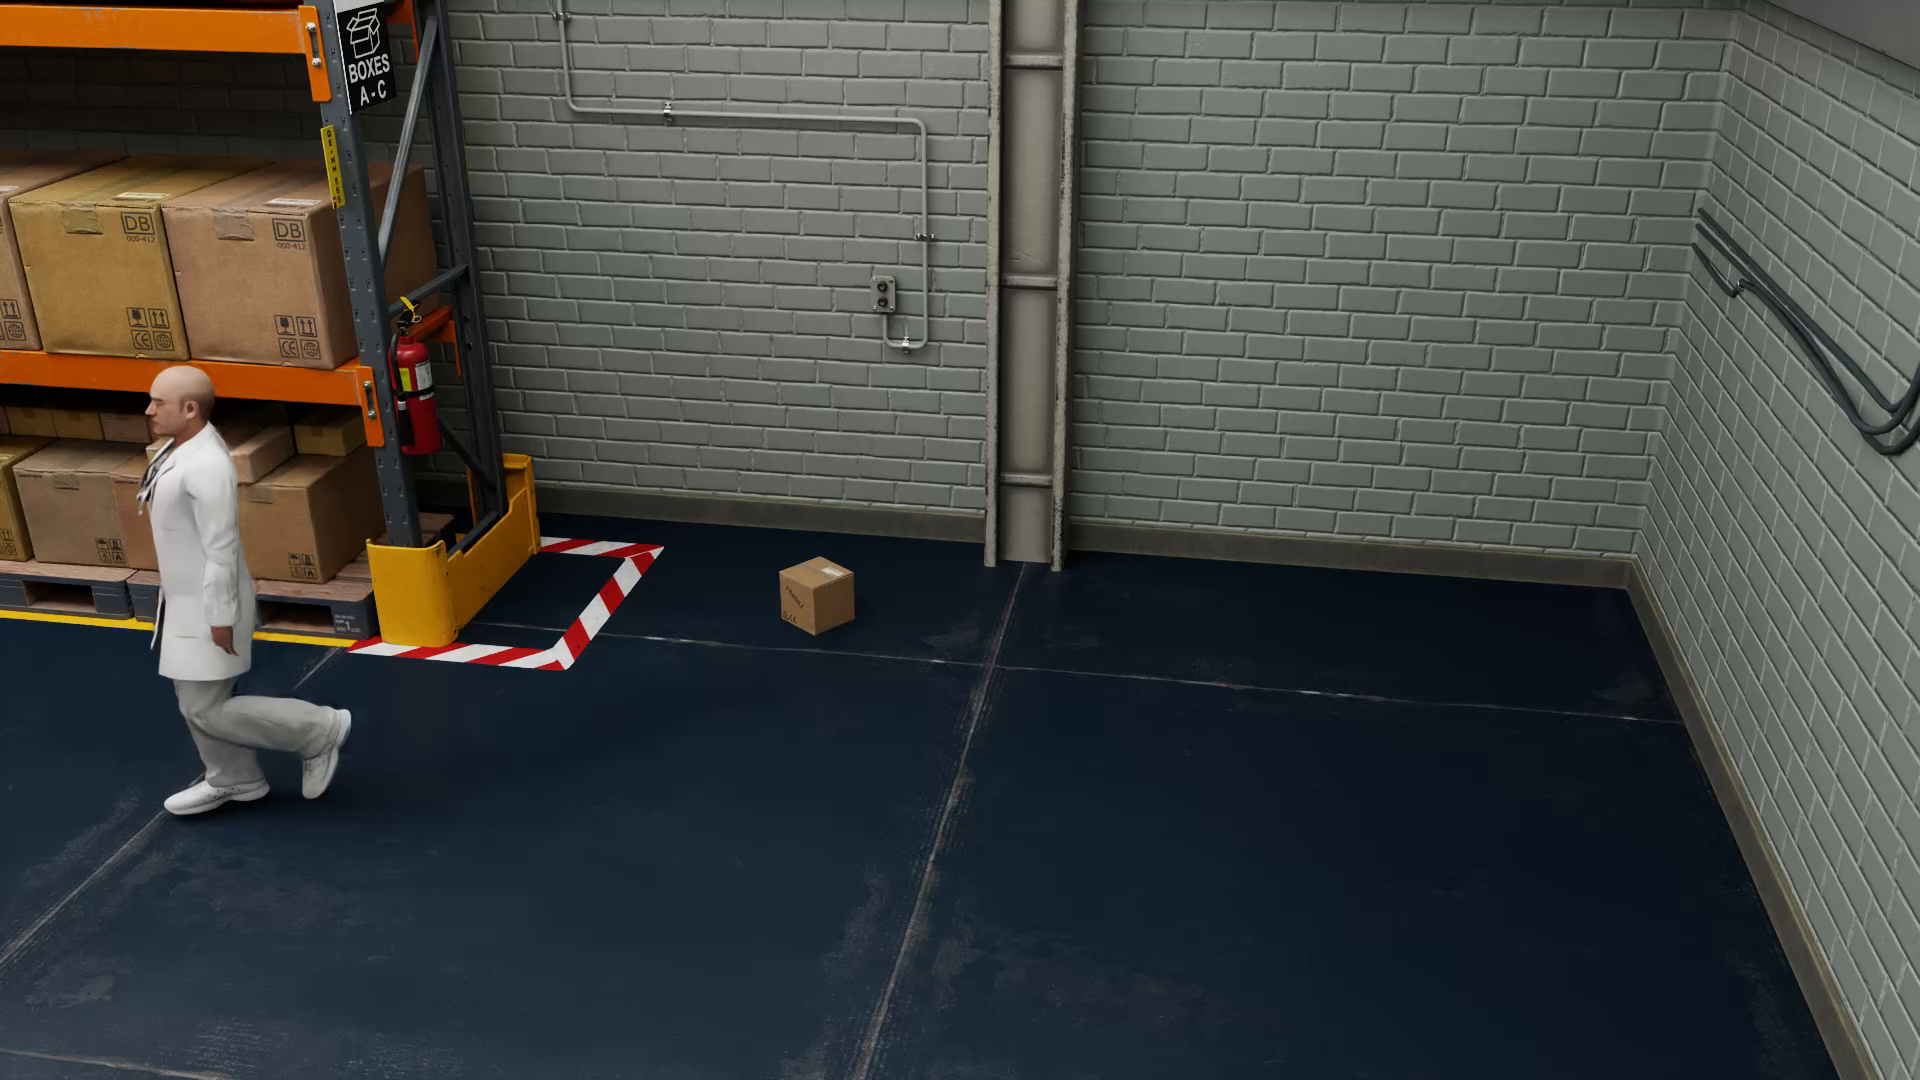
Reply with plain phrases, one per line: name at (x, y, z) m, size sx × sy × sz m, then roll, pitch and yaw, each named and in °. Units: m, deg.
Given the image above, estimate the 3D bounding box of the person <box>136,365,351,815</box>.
person at (-2.707, 0.210, 6.118) m, size 0.698 × 1.762 × 0.564 m, roll -13°, pitch 28°, yaw -27°
